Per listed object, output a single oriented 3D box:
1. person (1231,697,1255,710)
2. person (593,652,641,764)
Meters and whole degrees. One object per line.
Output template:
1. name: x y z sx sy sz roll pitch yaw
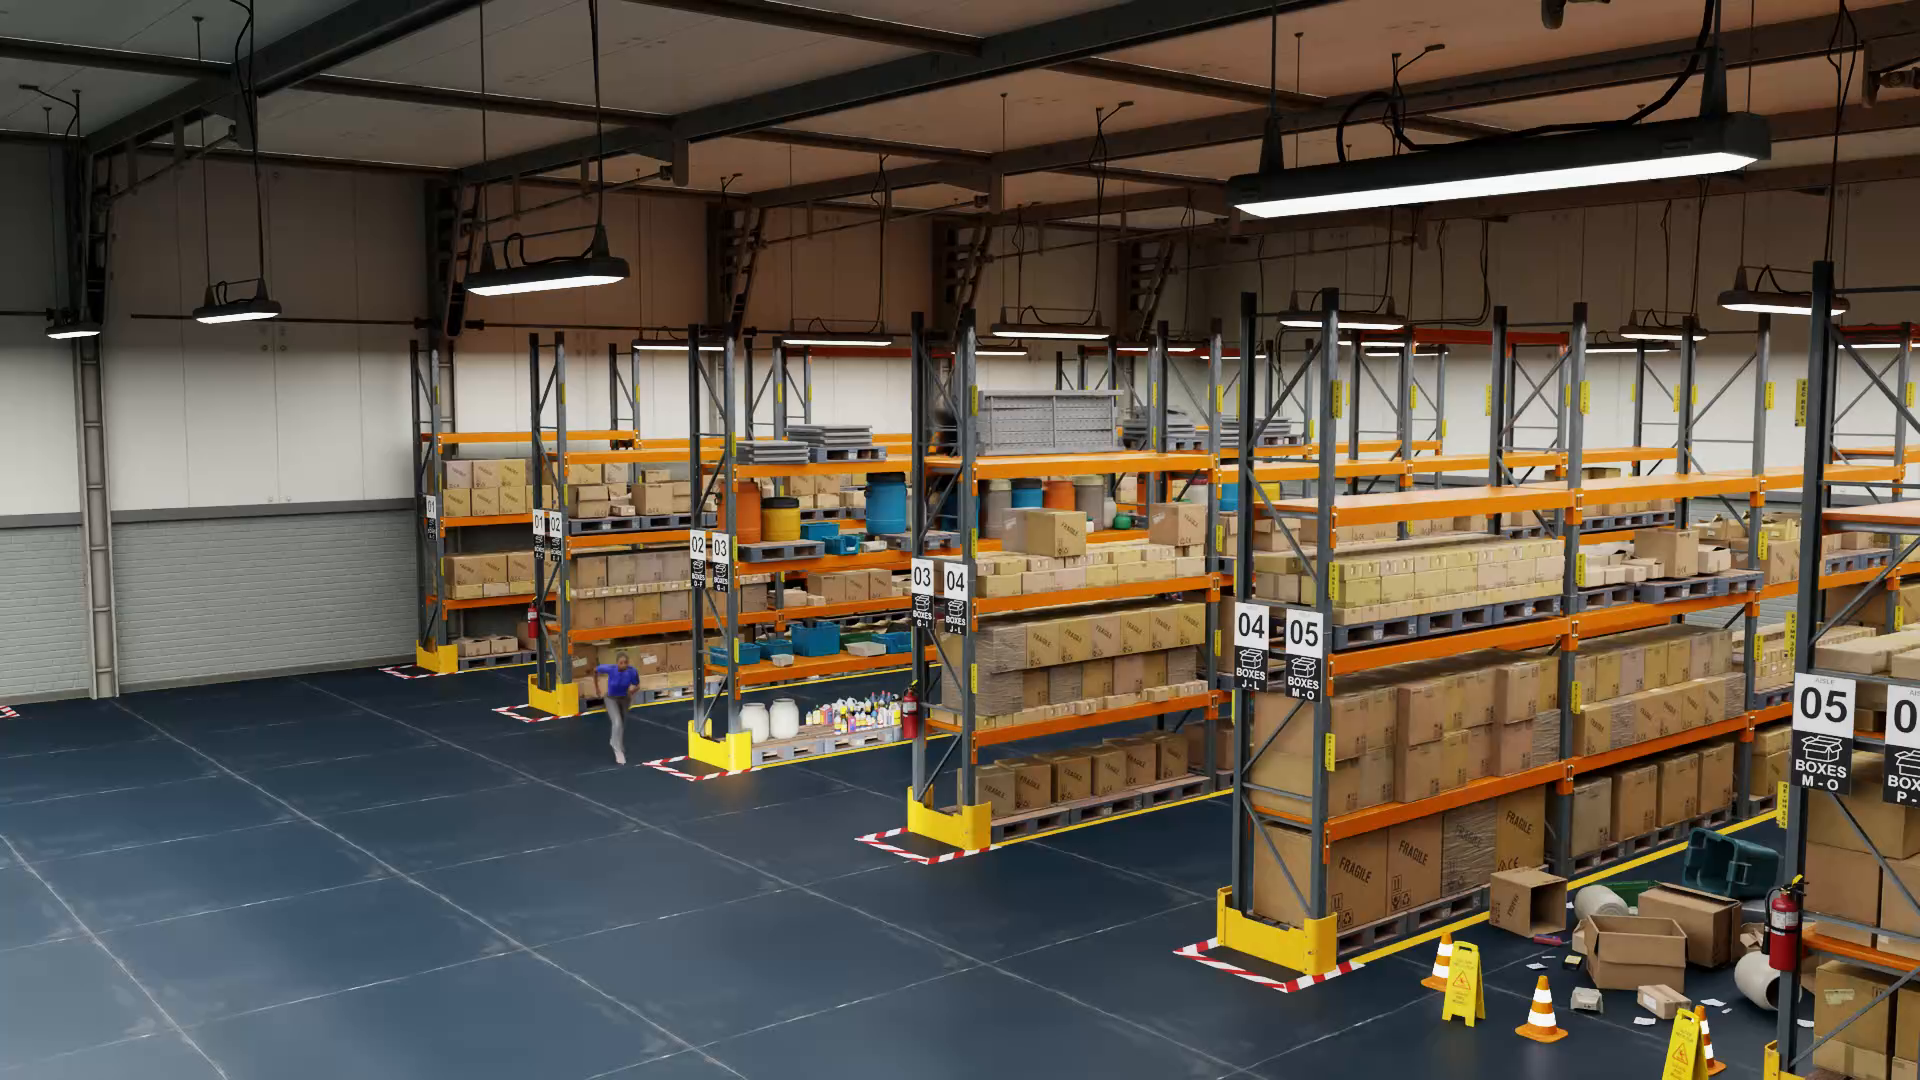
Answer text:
1. person: 4.708 1.860 26.845 0.743 1.716 1.045 4 7 39
2. person: -4.756 2.295 23.001 0.619 1.604 0.964 -2 6 -24
